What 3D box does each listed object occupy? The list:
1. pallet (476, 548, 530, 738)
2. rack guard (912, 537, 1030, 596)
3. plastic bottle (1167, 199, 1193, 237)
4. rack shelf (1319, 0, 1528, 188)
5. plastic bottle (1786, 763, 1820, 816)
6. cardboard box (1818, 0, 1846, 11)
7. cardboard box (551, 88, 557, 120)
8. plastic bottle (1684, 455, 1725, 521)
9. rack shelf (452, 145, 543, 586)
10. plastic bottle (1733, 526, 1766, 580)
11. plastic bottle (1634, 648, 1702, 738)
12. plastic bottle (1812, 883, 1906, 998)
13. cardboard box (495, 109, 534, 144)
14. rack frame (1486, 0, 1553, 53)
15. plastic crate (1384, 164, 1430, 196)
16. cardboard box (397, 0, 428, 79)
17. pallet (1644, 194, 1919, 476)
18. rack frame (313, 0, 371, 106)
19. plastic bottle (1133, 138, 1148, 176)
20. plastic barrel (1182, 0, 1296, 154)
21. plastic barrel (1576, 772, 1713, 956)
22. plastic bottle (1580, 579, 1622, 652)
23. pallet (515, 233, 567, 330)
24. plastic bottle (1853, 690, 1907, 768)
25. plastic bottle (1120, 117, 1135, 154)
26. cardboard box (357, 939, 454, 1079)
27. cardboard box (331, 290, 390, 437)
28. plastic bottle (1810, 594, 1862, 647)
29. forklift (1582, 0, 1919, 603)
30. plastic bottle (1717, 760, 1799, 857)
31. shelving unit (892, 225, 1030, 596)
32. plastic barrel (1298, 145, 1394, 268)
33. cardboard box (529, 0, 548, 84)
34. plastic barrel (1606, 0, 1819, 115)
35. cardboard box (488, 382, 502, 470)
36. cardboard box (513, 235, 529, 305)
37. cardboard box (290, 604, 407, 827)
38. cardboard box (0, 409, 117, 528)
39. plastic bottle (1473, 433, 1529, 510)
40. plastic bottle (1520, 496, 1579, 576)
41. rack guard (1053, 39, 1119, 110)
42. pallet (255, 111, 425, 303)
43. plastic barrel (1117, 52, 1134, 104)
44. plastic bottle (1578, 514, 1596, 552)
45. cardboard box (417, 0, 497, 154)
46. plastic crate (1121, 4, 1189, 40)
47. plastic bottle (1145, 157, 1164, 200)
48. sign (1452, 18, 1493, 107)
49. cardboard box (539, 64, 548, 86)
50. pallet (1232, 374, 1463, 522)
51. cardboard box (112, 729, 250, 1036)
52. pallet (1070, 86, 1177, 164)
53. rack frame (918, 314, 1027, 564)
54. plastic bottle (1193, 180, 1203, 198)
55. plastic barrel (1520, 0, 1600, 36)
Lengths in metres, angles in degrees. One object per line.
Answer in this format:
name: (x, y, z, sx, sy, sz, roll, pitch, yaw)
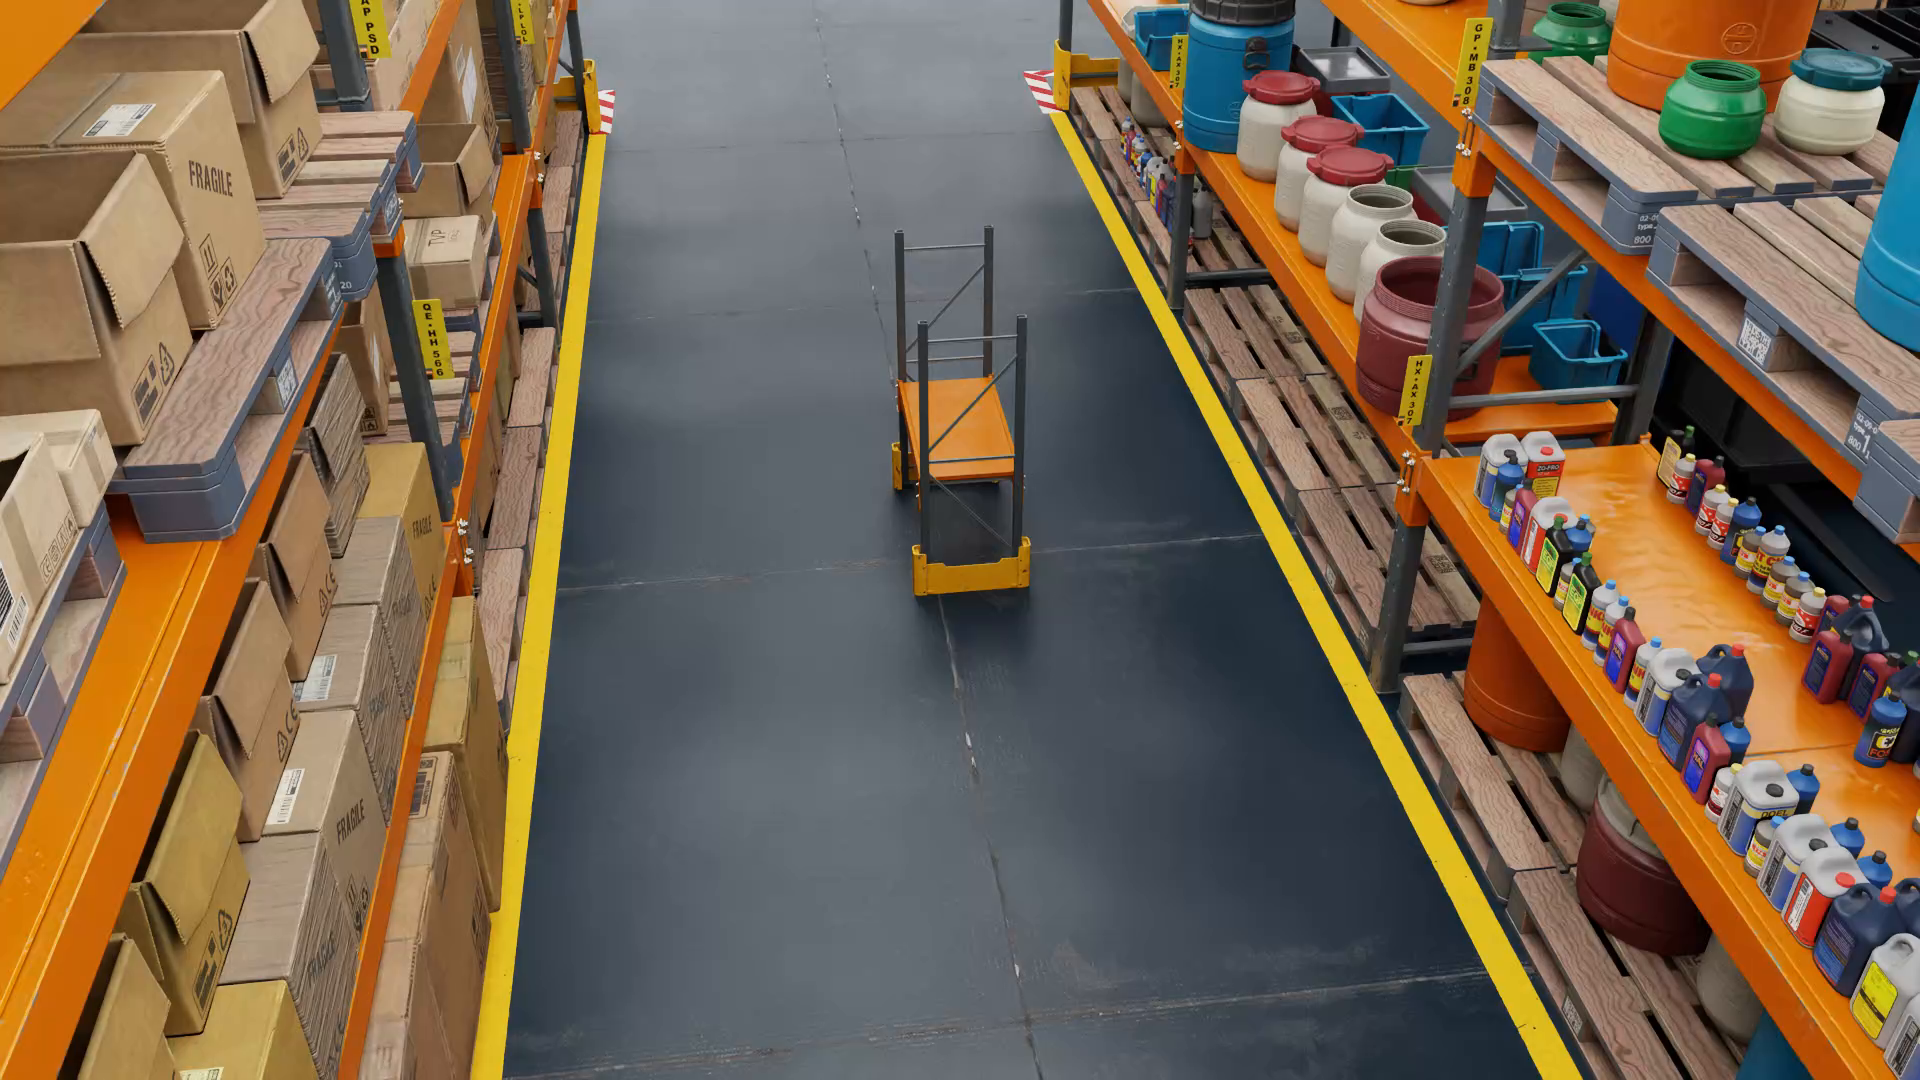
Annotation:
pallet: (-2.597, 0.500, 7.828, 1.003, 0.211, 1.213, -4, 35, -6)
rack guard: (0.057, 0.132, 8.334, 0.587, 0.250, 0.087, -4, 35, -6)
plastic bottle: (1.505, -2.248, 11.346, 0.144, 0.351, 0.185, -5, 35, -8)
rack shelf: (2.146, -2.649, 7.949, 1.077, 0.370, 4.000, -4, 35, -6)
plastic bottle: (2.534, 0.789, 5.042, 0.097, 0.271, 0.097, 0, 34, 0)
cardboard box: (6.579, -4.059, 11.953, 0.700, 0.500, 0.500, -4, 34, -6)
cardboard box: (-3.502, -3.471, 13.026, 0.500, 0.500, 0.500, 2, 34, 2)
plastic bottle: (2.923, -0.220, 6.514, 0.061, 0.283, 0.133, -4, 35, -6)
rack shelf: (-2.762, -1.035, 8.243, 1.077, 0.370, 4.000, -4, 35, -6)
plastic bottle: (2.960, 0.042, 6.201, 0.097, 0.201, 0.097, 0, 34, 0)
plastic bottle: (2.339, 0.500, 5.463, 0.152, 0.276, 0.135, -4, 35, -6)
plastic bottle: (2.480, 1.070, 4.560, 0.144, 0.351, 0.185, -4, 35, -6)
cardboard box: (-2.762, -2.487, 9.959, 0.380, 0.149, 0.250, -4, 35, -6)
rack frame: (2.415, -3.070, 5.264, 1.000, 3.000, 0.127, -4, 35, -6)
plastic crate: (2.391, -1.785, 8.894, 0.450, 0.188, 0.662, -4, 35, -6)
cardboard box: (-2.373, -1.961, 6.434, 0.500, 0.250, 0.500, -4, 34, -5)
pallet: (2.595, -0.583, 4.446, 1.003, 0.211, 1.213, -4, 35, -6)
rack frame: (-2.493, -2.695, 4.714, 1.000, 3.000, 0.127, -4, 35, -6)
plastic bottle: (1.333, -2.827, 12.267, 0.097, 0.271, 0.097, 0, 34, 0)
plastic barrel: (1.628, -2.792, 9.738, 0.600, 0.901, 0.708, -4, 35, -6)
plastic barrel: (2.649, 1.134, 6.191, 0.600, 0.588, 0.708, -4, 35, -6)
plastic bottle: (2.252, 0.256, 5.824, 0.097, 0.271, 0.097, 0, 34, 0)
pallet: (-3.157, -1.668, 11.010, 1.003, 0.211, 1.213, -4, 35, -6)
plastic bottle: (2.955, 0.597, 5.325, 0.097, 0.271, 0.097, 0, 34, 0)
plastic bottle: (1.274, -3.074, 12.629, 0.097, 0.271, 0.097, 0, 34, 0)
cardboard box: (-2.182, 1.867, 4.861, 1.225, 0.875, 0.875, -6, 35, -8)
cardboard box: (-2.606, -0.729, 6.694, 0.500, 0.500, 0.500, -9, 35, -12)
plastic bottle: (3.046, 0.289, 5.767, 0.061, 0.283, 0.133, -4, 35, -6)
forklift: (4.548, -1.600, 8.496, 1.130, 2.935, 3.031, -4, 34, -6)
plastic bottle: (2.413, 0.807, 5.012, 0.152, 0.276, 0.135, -4, 35, -6)
shelving unit: (-0.010, -0.662, 8.390, 0.587, 1.500, 1.083, -4, 35, -6)
plastic barrel: (1.945, -1.678, 8.428, 0.433, 0.535, 0.433, 0, 34, 0)
cardboard box: (-3.063, -3.150, 10.355, 0.875, 0.500, 0.500, -4, 35, -6)
plastic barrel: (2.488, -1.864, 5.404, 0.600, 0.830, 0.708, -4, 35, -6)
cardboard box: (-2.849, -0.673, 8.903, 0.700, 0.500, 0.500, -7, 35, -10)
cardboard box: (-3.045, -1.815, 10.596, 0.500, 0.500, 0.500, -5, 35, -8)
cardboard box: (-2.047, 0.568, 5.165, 0.500, 0.500, 0.500, -5, 35, -8)
cardboard box: (-2.007, -0.135, 3.471, 0.380, 0.149, 0.250, -6, 35, -8)
plastic bottle: (2.153, -0.274, 6.598, 0.152, 0.276, 0.135, -4, 35, -6)
plastic bottle: (2.215, -0.015, 6.219, 0.152, 0.276, 0.135, -4, 35, -6)
rack guard: (1.396, -3.983, 14.151, 1.175, 0.500, 0.348, -4, 35, -6)
pallet: (-2.354, -1.022, 5.090, 1.213, 0.211, 1.003, -3, 34, -4)
plastic barrel: (1.503, -3.839, 13.556, 0.421, 0.512, 0.421, 0, 34, 0)
plastic bottle: (2.336, -0.005, 6.269, 0.097, 0.201, 0.097, 0, 34, 0)
cardboard box: (-3.063, -2.415, 8.725, 1.000, 1.000, 1.000, -4, 34, -6)
plastic crate: (1.407, -3.601, 11.605, 0.530, 0.136, 0.437, -4, 35, -6)
plastic bottle: (1.417, -2.595, 11.922, 0.152, 0.276, 0.135, -4, 34, -6)
sign: (1.870, -1.742, 6.071, 0.100, 0.325, 0.005, -4, 35, -6)
cardboard box: (-2.880, -3.046, 10.779, 0.380, 0.149, 0.250, -4, 35, -6)
pallet: (2.188, -0.553, 9.374, 1.003, 0.211, 1.213, -4, 35, -6)
cardboard box: (-2.130, 0.821, 3.902, 0.797, 0.503, 0.637, -4, 34, -6)
pallet: (1.500, -3.410, 13.567, 1.003, 0.211, 1.213, -4, 35, -6)
rack frame: (0.057, -0.384, 7.981, 0.500, 1.500, 0.032, -4, 35, -6)
plastic bottle: (1.622, -2.349, 11.562, 0.152, 0.276, 0.135, -4, 35, -6)
plastic barrel: (2.519, -2.512, 6.664, 0.600, 0.901, 0.600, 0, 34, 0)
